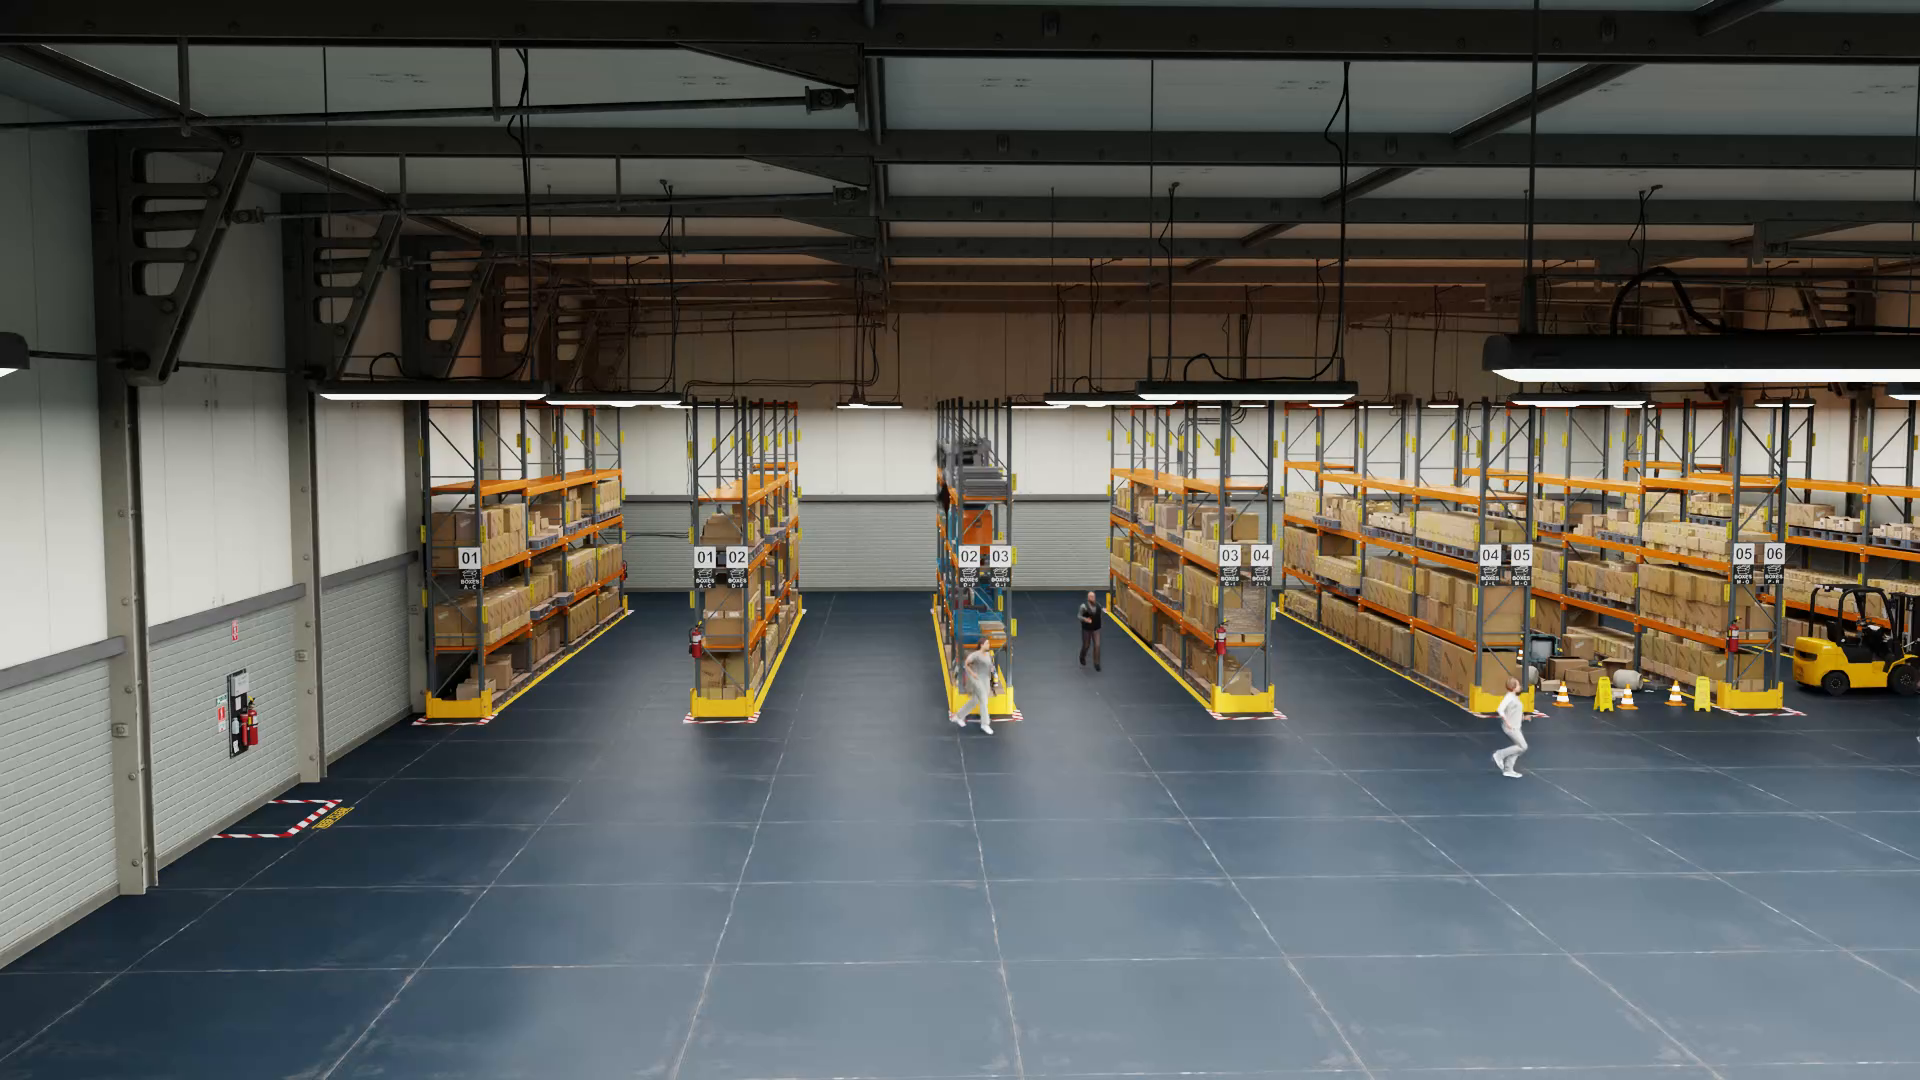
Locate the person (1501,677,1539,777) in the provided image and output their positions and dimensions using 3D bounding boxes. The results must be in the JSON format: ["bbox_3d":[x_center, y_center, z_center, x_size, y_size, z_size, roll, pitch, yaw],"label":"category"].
[{"bbox_3d":[8.754,2.930,25.965,0.552,1.562,0.533,2,5,26],"label":"person"}]

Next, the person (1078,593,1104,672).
[{"bbox_3d":[2.913,2.023,36.829,0.648,1.712,0.927,-1,5,-14],"label":"person"}]

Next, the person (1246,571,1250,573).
[{"bbox_3d":[8.002,1.175,47.879,0.731,1.688,0.912,3,5,36],"label":"person"}]

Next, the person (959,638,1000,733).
[{"bbox_3d":[0.426,2.585,29.989,0.934,1.662,0.577,3,5,32],"label":"person"}]
